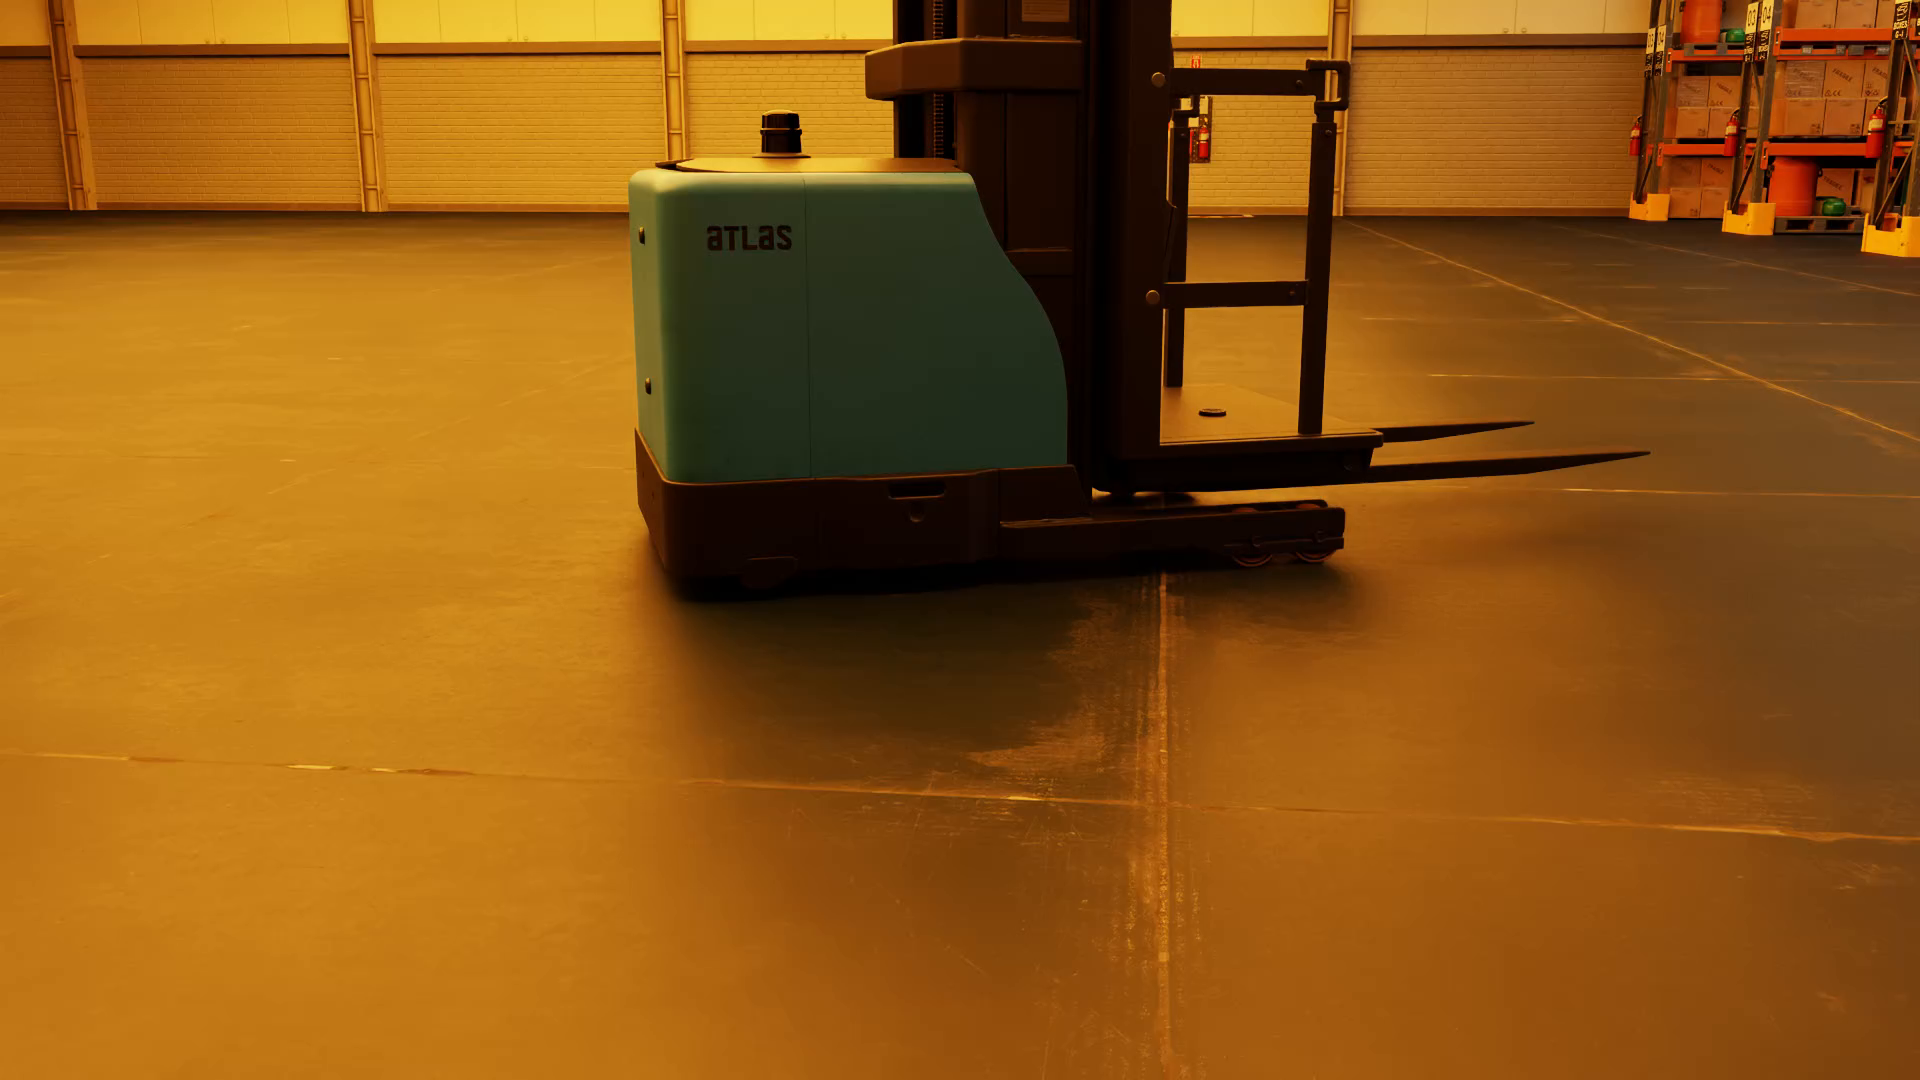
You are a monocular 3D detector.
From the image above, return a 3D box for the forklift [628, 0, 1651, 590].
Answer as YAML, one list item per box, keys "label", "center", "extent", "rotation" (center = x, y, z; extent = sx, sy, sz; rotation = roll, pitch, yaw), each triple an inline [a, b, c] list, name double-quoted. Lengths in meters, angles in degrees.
- label: "forklift"
  center: [0.587, -1.464, 4.770]
  extent: [3.031, 2.935, 1.130]
  rotation: [-4, 14, -15]
